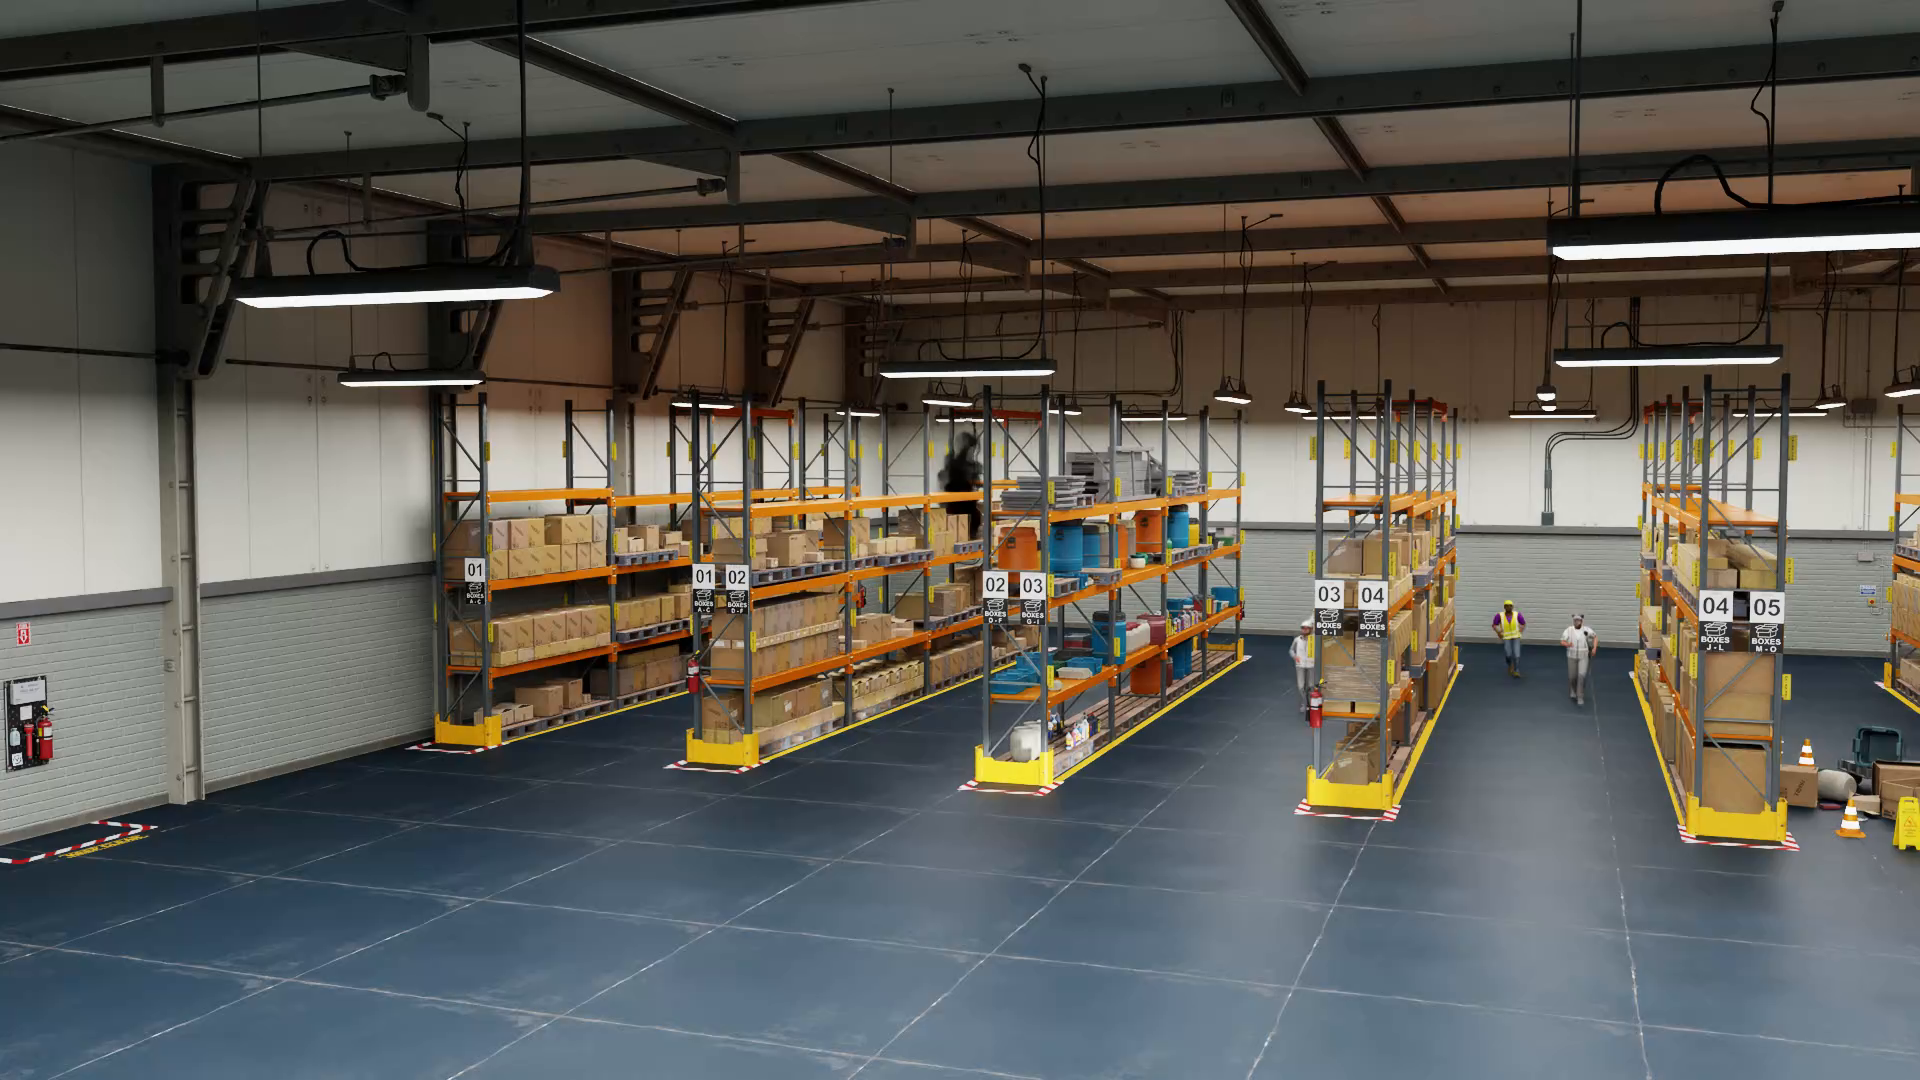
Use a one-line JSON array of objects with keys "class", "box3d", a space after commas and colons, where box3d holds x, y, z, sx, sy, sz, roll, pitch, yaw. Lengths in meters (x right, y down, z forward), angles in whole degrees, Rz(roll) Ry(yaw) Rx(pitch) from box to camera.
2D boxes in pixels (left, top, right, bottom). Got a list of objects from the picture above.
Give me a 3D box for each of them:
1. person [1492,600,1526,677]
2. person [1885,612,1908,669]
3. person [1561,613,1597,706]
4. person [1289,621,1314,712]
[{"class": "person", "box3d": [12.184, 2.182, 36.842, 0.710, 1.707, 0.594, 1, 3, 12]}, {"class": "person", "box3d": [20.515, 2.279, 36.308, 0.575, 1.632, 0.627, 2, 3, 29]}, {"class": "person", "box3d": [12.331, 2.352, 33.168, 0.669, 1.800, 0.969, 1, 3, 25]}, {"class": "person", "box3d": [6.672, 2.434, 32.015, 0.698, 1.737, 0.591, 1, 3, 18]}]
